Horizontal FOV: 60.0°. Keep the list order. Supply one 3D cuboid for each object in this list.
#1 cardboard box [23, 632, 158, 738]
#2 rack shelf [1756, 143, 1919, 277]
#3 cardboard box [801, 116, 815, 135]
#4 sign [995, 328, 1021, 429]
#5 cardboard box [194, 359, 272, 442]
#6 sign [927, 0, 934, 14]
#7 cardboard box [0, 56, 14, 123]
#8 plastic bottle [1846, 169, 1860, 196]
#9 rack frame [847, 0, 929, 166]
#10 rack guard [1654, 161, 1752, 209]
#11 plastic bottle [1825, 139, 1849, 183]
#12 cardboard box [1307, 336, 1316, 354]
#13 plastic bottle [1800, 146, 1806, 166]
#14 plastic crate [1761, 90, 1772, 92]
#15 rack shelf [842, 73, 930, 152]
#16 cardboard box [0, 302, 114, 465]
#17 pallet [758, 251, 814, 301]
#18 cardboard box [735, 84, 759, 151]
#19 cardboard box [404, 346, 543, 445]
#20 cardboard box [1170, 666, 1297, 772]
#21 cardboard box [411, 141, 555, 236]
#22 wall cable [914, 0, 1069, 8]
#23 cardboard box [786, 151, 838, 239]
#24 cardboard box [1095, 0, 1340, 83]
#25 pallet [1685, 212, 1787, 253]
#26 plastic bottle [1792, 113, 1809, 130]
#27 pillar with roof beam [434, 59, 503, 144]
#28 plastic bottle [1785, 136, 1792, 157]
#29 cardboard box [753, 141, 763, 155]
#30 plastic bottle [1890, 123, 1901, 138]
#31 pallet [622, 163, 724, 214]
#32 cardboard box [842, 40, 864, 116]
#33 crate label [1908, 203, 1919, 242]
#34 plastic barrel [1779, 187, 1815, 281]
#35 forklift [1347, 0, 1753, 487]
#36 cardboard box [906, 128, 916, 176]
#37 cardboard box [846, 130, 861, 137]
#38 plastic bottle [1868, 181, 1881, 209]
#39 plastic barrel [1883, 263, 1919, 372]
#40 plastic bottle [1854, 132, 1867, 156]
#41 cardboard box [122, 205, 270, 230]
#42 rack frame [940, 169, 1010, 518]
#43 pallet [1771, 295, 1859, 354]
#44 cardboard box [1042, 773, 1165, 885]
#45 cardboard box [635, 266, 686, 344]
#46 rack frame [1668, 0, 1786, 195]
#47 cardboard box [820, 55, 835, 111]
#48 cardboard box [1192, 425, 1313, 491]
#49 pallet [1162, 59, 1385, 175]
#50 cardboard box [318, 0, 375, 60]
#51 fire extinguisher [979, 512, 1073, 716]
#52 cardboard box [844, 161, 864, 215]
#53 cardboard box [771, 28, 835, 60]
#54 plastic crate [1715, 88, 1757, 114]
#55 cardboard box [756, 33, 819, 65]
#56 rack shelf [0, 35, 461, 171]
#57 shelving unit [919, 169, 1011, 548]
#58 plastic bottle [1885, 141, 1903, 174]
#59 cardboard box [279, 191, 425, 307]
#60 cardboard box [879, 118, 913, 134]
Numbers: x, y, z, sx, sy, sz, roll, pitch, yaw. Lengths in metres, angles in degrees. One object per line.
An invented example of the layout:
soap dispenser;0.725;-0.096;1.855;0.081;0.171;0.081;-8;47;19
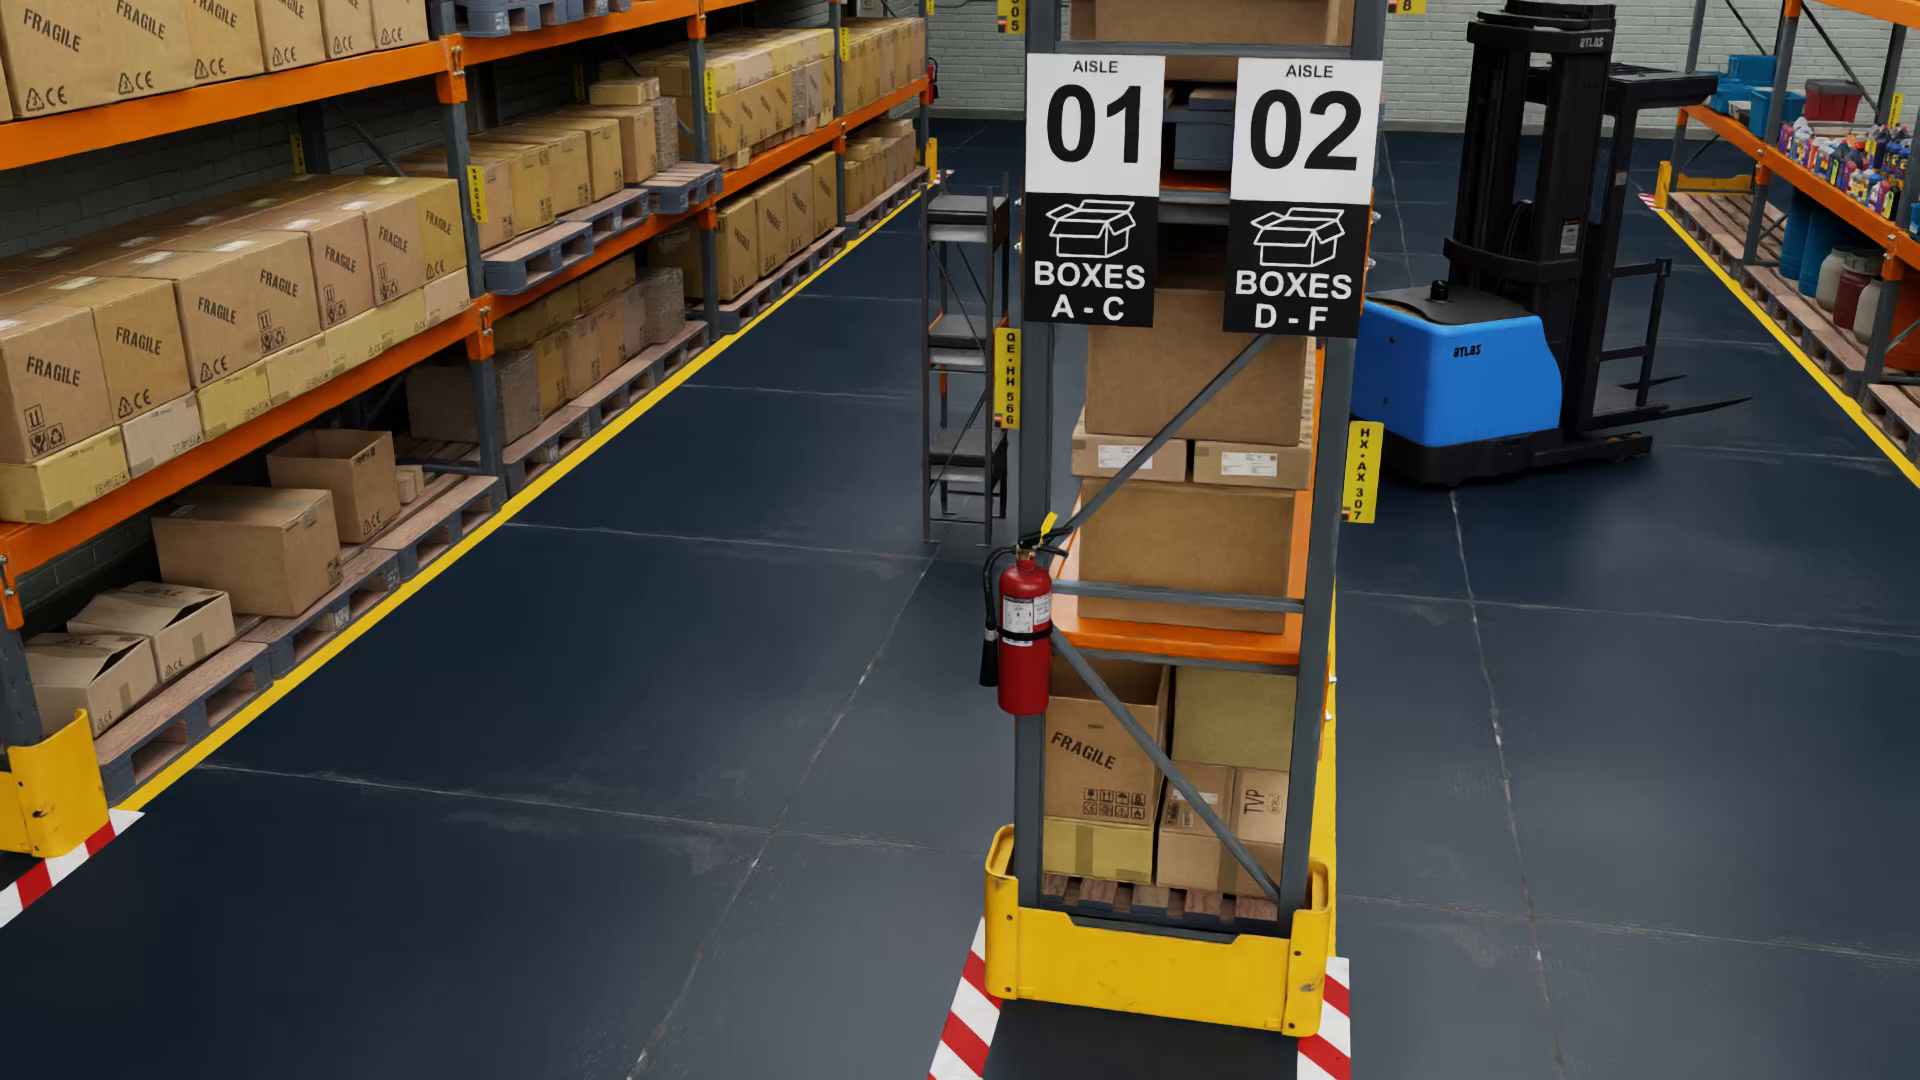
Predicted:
cardboard box;-3.933;0.608;7.338;0.500;0.311;0.500;2;22;5
rack shelf;7.577;-2.757;13.647;1.077;0.370;4.000;4;22;11
cardboard box;-1.627;-4.038;16.175;0.380;0.149;0.250;4;22;11
sign;0.159;-0.506;5.228;0.100;0.325;0.005;4;22;11
cardboard box;-3.550;-0.660;7.650;0.500;0.250;0.500;4;22;10
sign;-0.369;-6.641;20.461;0.100;0.325;0.005;4;22;11
cardboard box;-3.849;-1.739;5.981;0.500;0.500;0.500;5;22;12
plastic bottle;7.061;-2.822;13.111;0.097;0.201;0.097;0;22;0
rack frame;-0.898;-6.040;20.836;1.000;3.000;0.127;4;22;11
rack guard;8.793;-4.135;19.452;1.175;0.500;0.348;4;22;11
plastic bottle;7.205;-3.106;13.617;0.144;0.351;0.185;4;22;11
cardboard box;1.239;-0.758;6.718;0.380;0.149;0.250;4;22;10
plastic bottle;7.352;-3.344;14.409;0.097;0.201;0.097;0;22;0
plastic crate;8.739;-4.774;17.964;0.396;0.136;0.243;4;22;11
rack shelf;-1.306;-4.975;19.155;1.077;0.370;4.000;4;22;11
cardboard box;-3.771;-0.628;6.568;0.500;0.500;0.500;4;22;11
pallet;-2.044;-2.548;15.899;1.003;0.211;1.213;4;22;11
cardboard box;-2.064;-3.657;14.360;0.500;0.500;0.500;5;23;13
cardboard box;-3.212;-0.967;10.996;0.700;0.500;0.500;5;23;13
cardboard box;1.115;0.558;6.567;0.500;0.500;0.500;4;22;11
cardboard box;-3.088;-2.289;10.800;0.700;0.500;0.500;7;23;16
wall cable;0.606;-9.424;25.364;3.097;2.526;0.112;4;22;11
cardboard box;-1.719;-3.527;16.912;0.750;0.750;0.750;5;22;12
cardboard box;0.809;-1.721;5.210;0.797;0.503;0.637;6;23;15
pallet;8.344;-3.248;17.636;1.003;0.211;1.213;4;22;11
plastic bottle;7.587;-3.681;15.043;0.144;0.351;0.185;4;22;11
pillar with roof beam;0.572;-5.160;10.619;9.100;9.000;0.400;4;22;11
plastic bottle;7.459;-3.536;14.884;0.097;0.201;0.097;0;22;0
cardboard box;-2.001;-3.583;15.044;0.380;0.149;0.250;5;22;12
plastic bottle;8.118;-3.438;14.441;0.144;0.351;0.185;4;22;11
pallet;-2.571;-2.757;12.940;1.213;0.211;1.003;4;22;11
cardboard box;-1.587;-4.914;17.638;0.980;0.700;0.700;5;22;12
crate label;6.716;-2.156;11.416;0.303;0.233;0.416;4;22;11
plastic barrel;7.857;-2.846;15.152;0.600;0.901;0.708;4;22;11
forklift;4.106;-2.049;11.018;3.031;2.935;1.130;-10;24;-22
cardboard box;-0.943;-4.812;20.570;0.700;0.500;0.500;4;22;11
cardboard box;-1.370;-4.710;19.449;0.380;0.149;0.250;5;22;11
plastic bottle;6.942;-2.608;12.581;0.097;0.201;0.097;0;22;0
plastic barrel;7.252;-1.728;12.471;0.600;0.830;0.708;4;22;11
plastic bottle;8.095;-3.564;14.954;0.097;0.201;0.097;0;22;0
cardboard box;-3.863;-1.413;8.516;0.500;0.500;0.500;5;22;12
rack frame;0.084;-1.124;9.833;0.400;2.100;0.015;4;22;11
pallet;7.540;-1.802;14.046;1.003;0.211;1.213;4;22;11
cardboard box;0.508;1.049;6.351;0.500;0.250;0.500;4;22;11
cardboard box;-2.626;-1.892;13.293;0.700;0.500;0.500;5;22;12
rack frame;8.801;-5.285;18.961;1.000;3.000;0.127;4;22;11
cardboard box;-1.561;-4.583;16.659;0.500;0.500;0.500;4;22;10
cardboard box;0.979;-0.287;5.549;0.380;0.149;0.250;4;22;11
pallet;0.857;-1.420;5.466;1.003;0.211;1.213;4;22;11
cardboard box;-3.323;-2.711;8.394;0.500;0.500;0.500;3;22;6
fire extinguisher;0.209;0.231;5.368;0.296;0.674;0.183;4;22;11
cardboard box;-1.461;-3.878;18.252;0.700;0.500;0.500;5;22;12
cardboard box;-1.559;-4.929;16.513;0.500;0.250;0.500;5;22;12
plastic crate;8.098;-4.579;17.351;0.416;0.233;0.300;4;22;11
cardboard box;-1.672;-4.742;16.051;0.500;0.250;0.500;5;22;12
rack shelf;-3.754;-1.978;7.697;1.077;0.370;4.000;4;22;11
shelving unit;0.034;-1.035;9.612;0.431;2.100;0.503;4;22;11
plastic bottle;7.890;-3.229;14.029;0.097;0.271;0.097;0;22;0
cardboard box;-3.236;-1.560;8.881;0.500;0.500;0.500;4;22;11
cardboard box;-0.790;-5.052;20.298;0.380;0.149;0.250;4;22;10
